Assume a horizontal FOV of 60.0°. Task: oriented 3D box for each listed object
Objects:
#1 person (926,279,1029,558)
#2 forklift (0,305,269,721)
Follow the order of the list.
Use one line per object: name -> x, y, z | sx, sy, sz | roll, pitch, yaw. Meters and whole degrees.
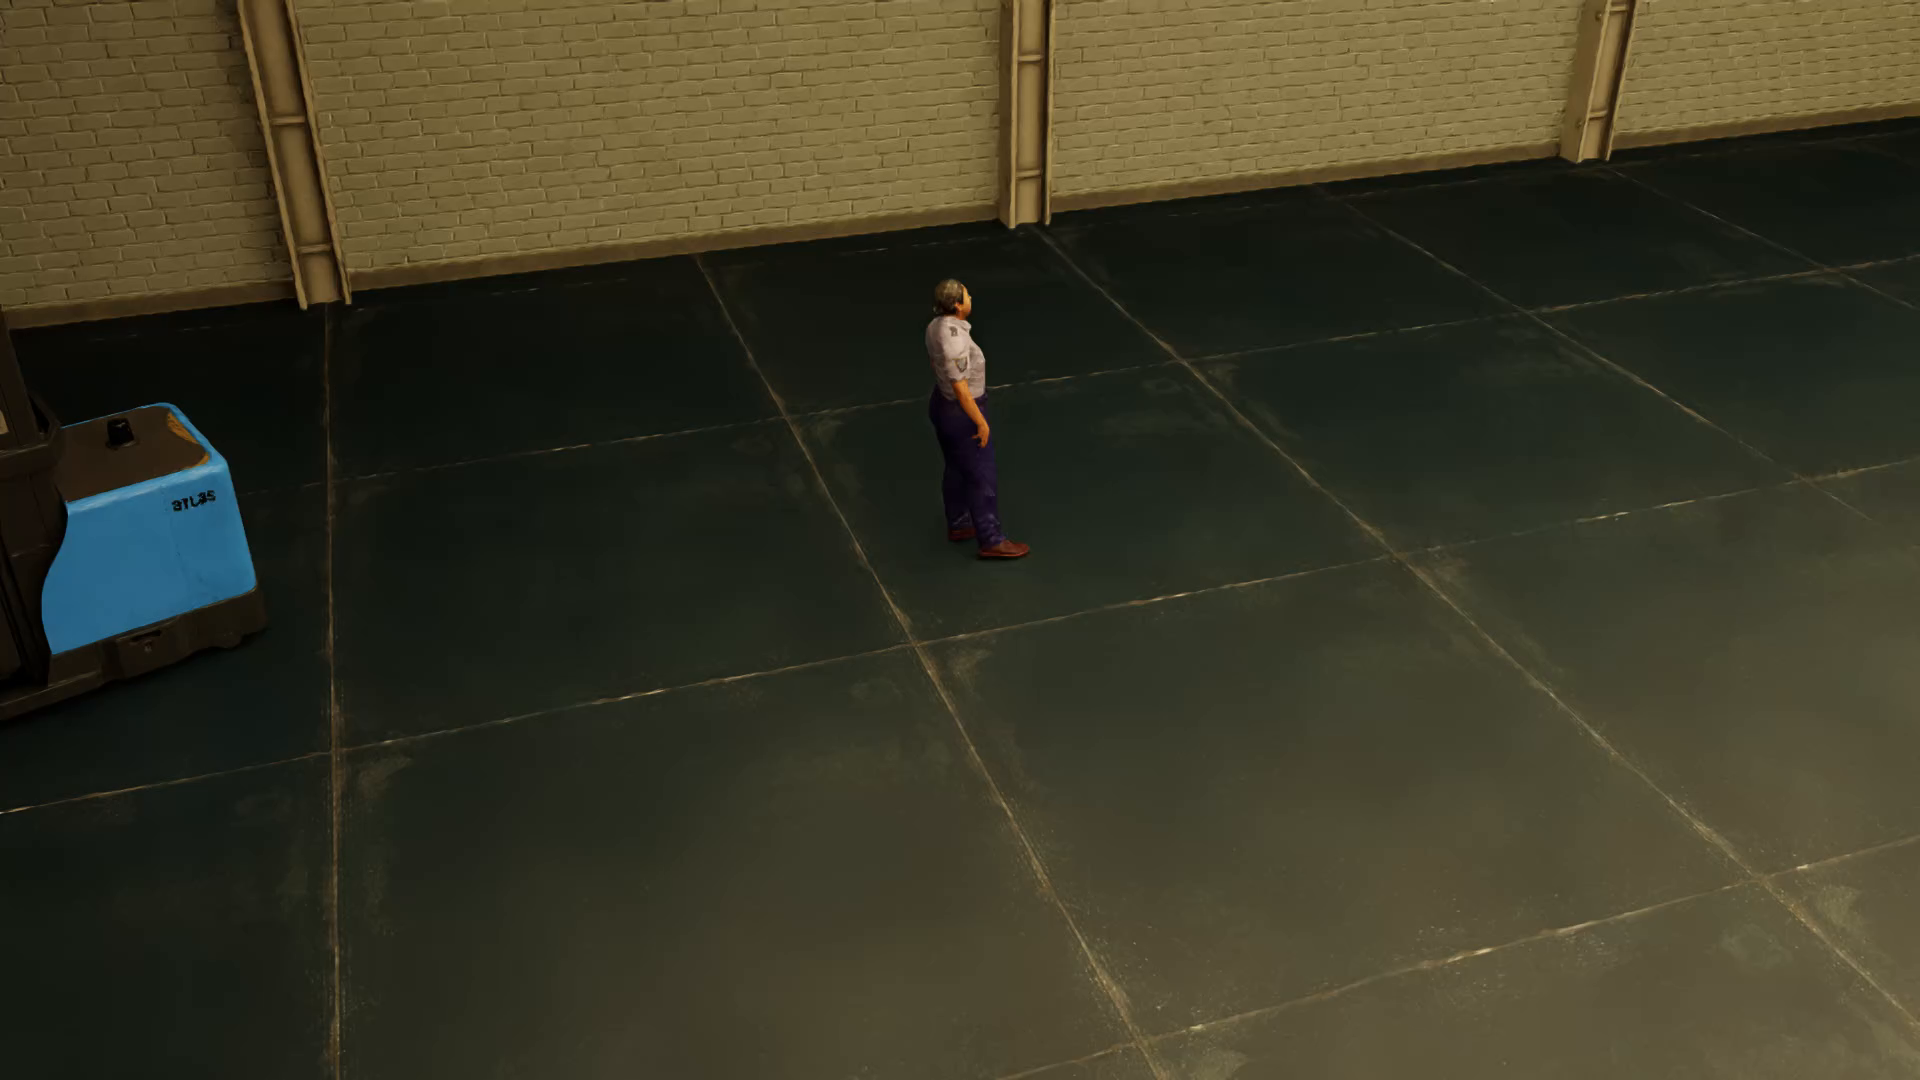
person -> 0.092, -0.724, 9.618 | 0.502, 1.650, 0.599 | -10, 31, -16
forklift -> -5.251, -0.477, 7.916 | 3.031, 2.935, 1.130 | -22, 36, -33
